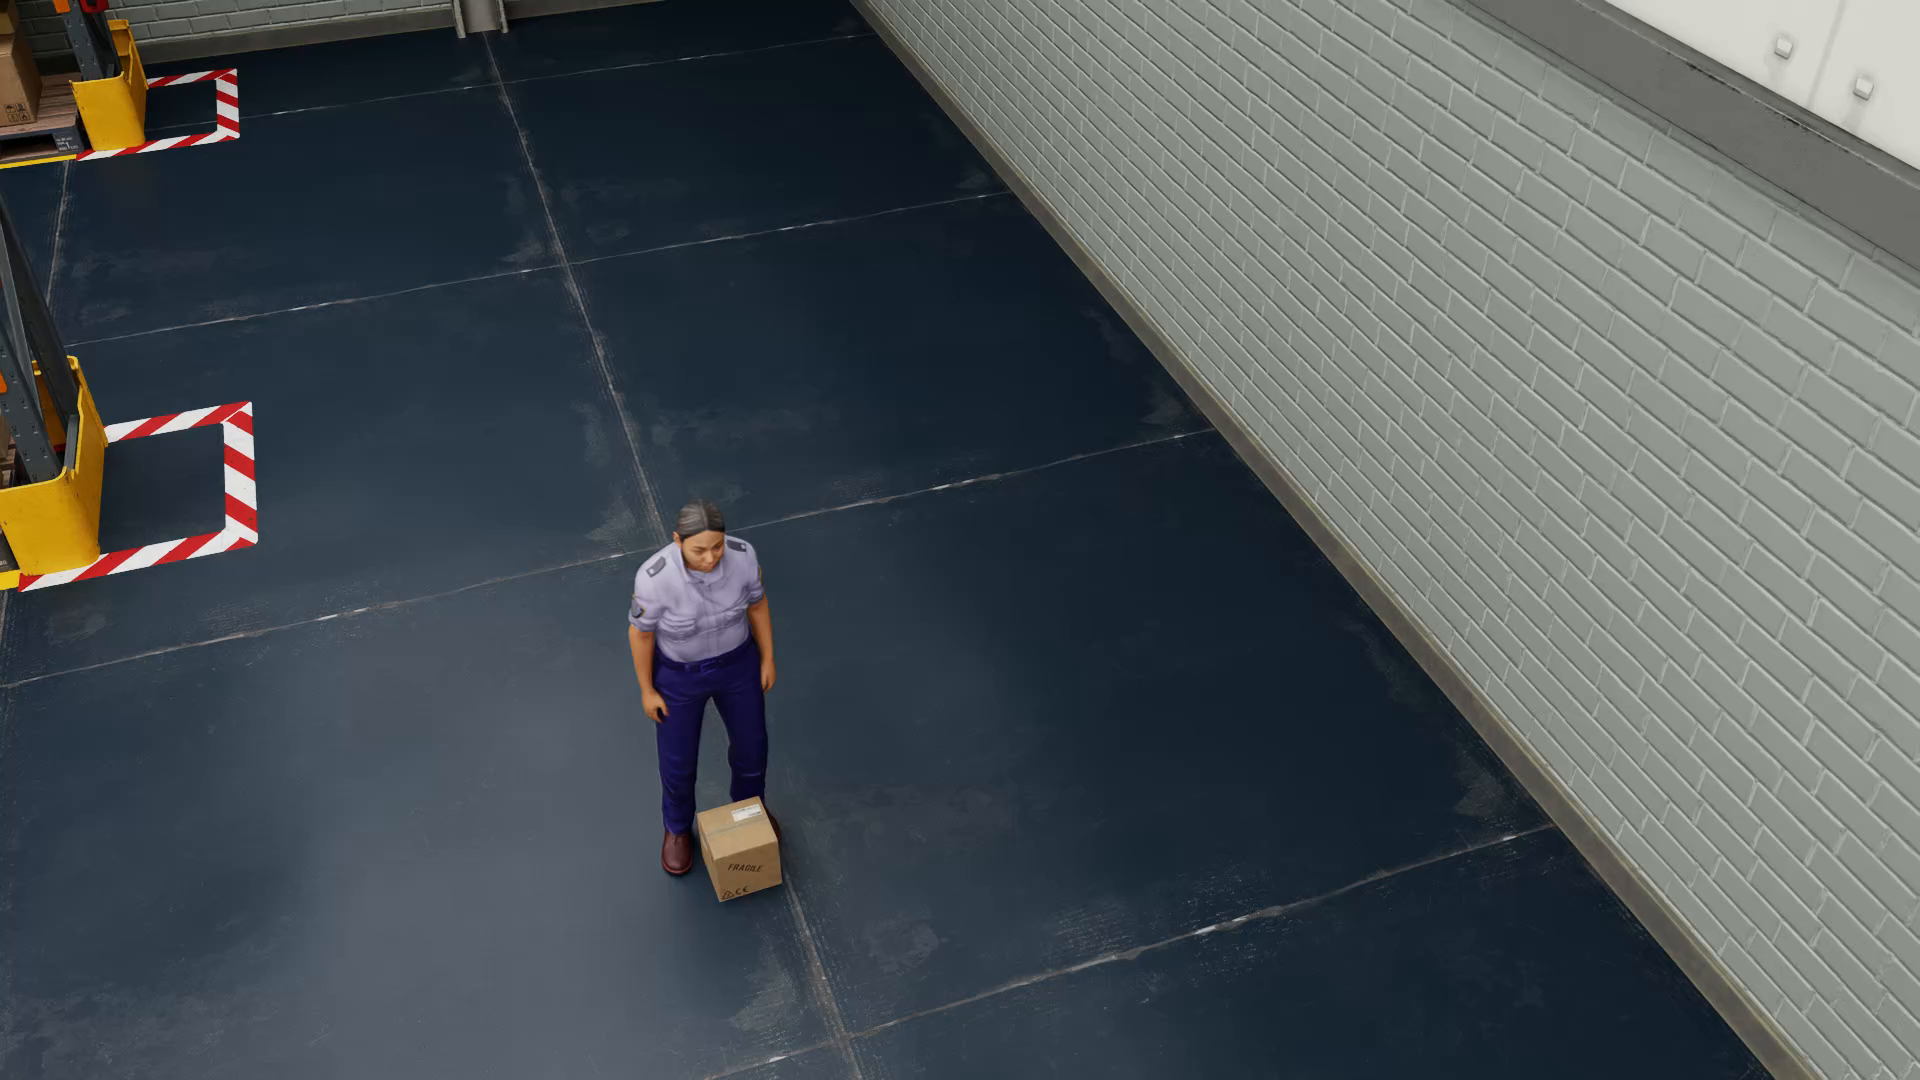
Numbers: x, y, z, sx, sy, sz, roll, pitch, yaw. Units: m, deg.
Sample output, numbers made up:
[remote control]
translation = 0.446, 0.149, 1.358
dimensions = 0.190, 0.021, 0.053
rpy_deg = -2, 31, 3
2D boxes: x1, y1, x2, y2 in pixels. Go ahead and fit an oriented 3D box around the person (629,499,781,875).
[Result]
[person]
translation = -0.937, 0.513, 6.133
dimensions = 0.557, 1.651, 0.338
rpy_deg = -15, 40, -18
